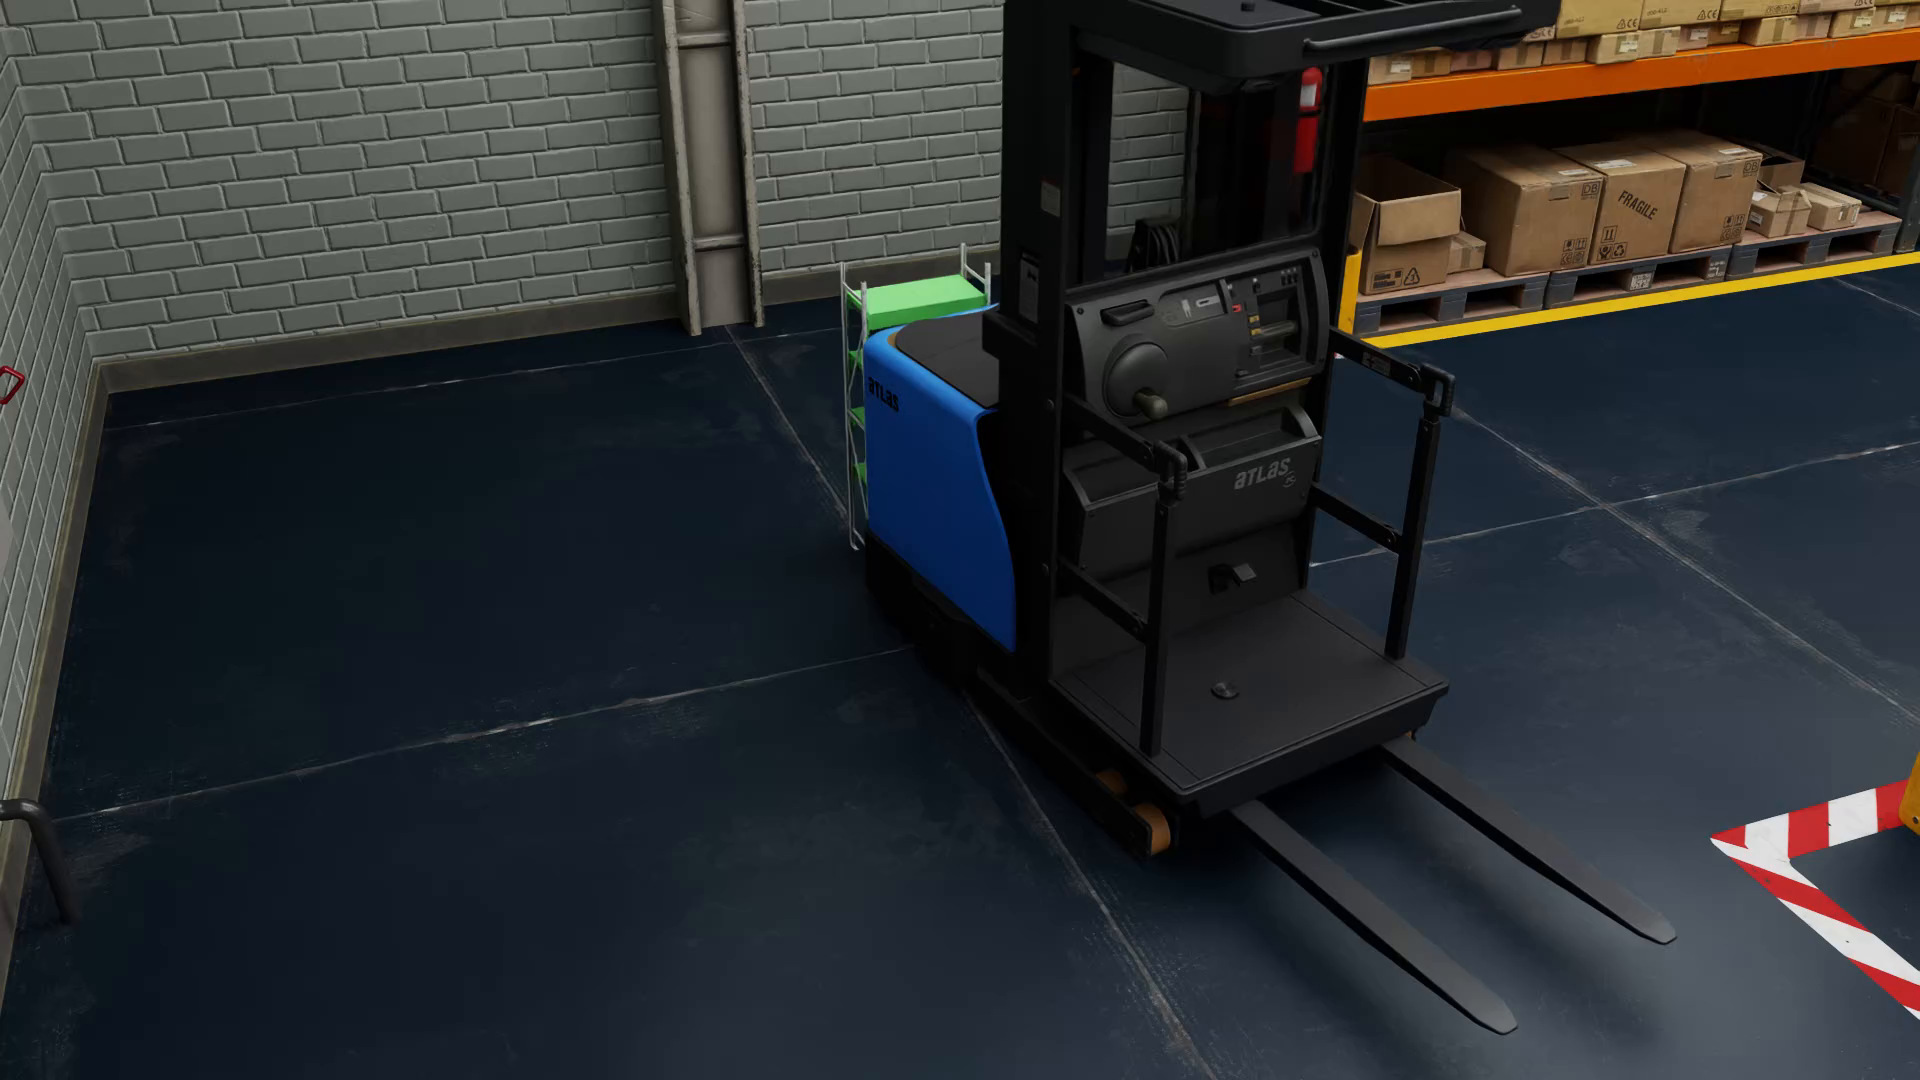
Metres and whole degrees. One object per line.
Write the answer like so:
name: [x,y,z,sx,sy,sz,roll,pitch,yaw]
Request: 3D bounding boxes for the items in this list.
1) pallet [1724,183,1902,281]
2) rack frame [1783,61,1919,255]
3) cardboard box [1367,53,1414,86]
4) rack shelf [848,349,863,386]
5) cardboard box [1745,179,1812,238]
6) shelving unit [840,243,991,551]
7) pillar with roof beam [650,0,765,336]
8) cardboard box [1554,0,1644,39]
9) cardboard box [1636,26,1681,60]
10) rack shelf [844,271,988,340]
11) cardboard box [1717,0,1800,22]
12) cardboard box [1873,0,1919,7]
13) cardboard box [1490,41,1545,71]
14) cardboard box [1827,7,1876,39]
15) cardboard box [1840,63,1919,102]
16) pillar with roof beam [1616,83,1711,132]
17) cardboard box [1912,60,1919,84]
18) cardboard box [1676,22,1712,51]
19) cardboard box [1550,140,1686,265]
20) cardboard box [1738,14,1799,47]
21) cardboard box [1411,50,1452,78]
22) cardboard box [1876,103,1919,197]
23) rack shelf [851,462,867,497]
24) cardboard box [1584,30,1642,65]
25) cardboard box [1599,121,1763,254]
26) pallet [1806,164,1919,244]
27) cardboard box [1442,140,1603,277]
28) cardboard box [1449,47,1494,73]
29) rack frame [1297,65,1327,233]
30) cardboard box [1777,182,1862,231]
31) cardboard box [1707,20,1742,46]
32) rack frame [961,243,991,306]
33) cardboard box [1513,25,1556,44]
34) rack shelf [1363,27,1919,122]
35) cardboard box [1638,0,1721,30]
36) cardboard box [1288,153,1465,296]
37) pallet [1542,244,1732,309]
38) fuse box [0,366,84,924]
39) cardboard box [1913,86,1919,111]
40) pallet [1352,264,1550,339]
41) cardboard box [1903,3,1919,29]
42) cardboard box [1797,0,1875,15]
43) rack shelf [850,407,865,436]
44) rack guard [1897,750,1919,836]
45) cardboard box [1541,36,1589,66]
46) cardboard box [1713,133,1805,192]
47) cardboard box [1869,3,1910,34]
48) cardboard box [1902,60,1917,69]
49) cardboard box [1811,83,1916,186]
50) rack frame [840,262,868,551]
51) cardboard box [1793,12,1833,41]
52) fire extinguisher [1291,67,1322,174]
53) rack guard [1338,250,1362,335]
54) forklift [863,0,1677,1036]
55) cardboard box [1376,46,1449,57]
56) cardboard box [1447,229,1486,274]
pallet: [4.685,-1.872,9.823,1.213,0.211,1.003,-10,31,-18]
rack frame: [5.329,-3.202,9.340,0.127,3.000,1.000,-10,31,-18]
cardboard box: [1.983,-2.332,8.066,0.250,0.149,0.380,-11,31,-18]
rack shelf: [-0.166,-0.651,6.325,0.480,0.148,0.258,-12,32,-21]
cardboard box: [4.574,-1.902,9.396,0.258,0.266,0.396,-9,31,-16]
shelving unit: [-0.166,-0.498,6.412,0.503,1.200,0.258,-12,32,-21]
pillar with roof beam: [0.239,-3.073,3.054,0.400,9.000,9.100,-10,31,-18]
cardboard box: [3.045,-2.705,8.318,0.500,0.250,0.500,-11,31,-19]
cardboard box: [3.448,-2.586,8.512,0.250,0.149,0.380,-10,31,-16]
rack shelf: [-0.166,-0.859,6.206,0.480,0.148,0.258,-12,32,-21]
cardboard box: [4.000,-2.891,8.646,0.500,0.250,0.500,-11,31,-18]
cardboard box: [4.936,-3.065,8.950,0.500,0.250,0.500,-10,31,-16]
cardboard box: [2.698,-2.474,8.315,0.250,0.149,0.380,-9,31,-16]
cardboard box: [4.646,-2.809,8.904,0.250,0.149,0.380,-10,31,-16]
cardboard box: [5.573,-2.777,10.040,0.250,0.149,0.380,-12,32,-20]
pillar with roof beam: [5.863,-4.109,4.872,0.400,9.000,9.100,-10,31,-18]
cardboard box: [5.736,-2.676,9.562,0.250,0.149,0.380,-11,31,-18]
cardboard box: [3.665,-2.662,8.646,0.250,0.149,0.380,-11,31,-18]
cardboard box: [3.531,-1.844,9.057,0.500,0.500,0.500,-10,31,-17]
cardboard box: [4.161,-2.719,8.747,0.250,0.149,0.380,-11,31,-18]
cardboard box: [2.206,-2.397,8.181,0.250,0.149,0.380,-10,31,-16]
cardboard box: [5.860,-2.277,9.818,0.500,0.500,0.500,-9,31,-15]
rack shelf: [-0.166,-0.234,6.562,0.480,0.148,0.258,-12,32,-21]
cardboard box: [3.208,-2.531,8.416,0.250,0.149,0.380,-11,32,-19]
cardboard box: [3.974,-1.978,9.292,0.500,0.500,0.700,-12,32,-19]
pallet: [6.078,-2.148,10.307,1.213,0.211,1.003,-10,31,-18]
cardboard box: [3.001,-1.799,8.978,0.500,0.500,0.700,-9,31,-16]
cardboard box: [2.440,-2.458,8.289,0.250,0.149,0.380,-11,31,-18]
rack frame: [1.580,-2.511,8.128,0.127,3.000,1.000,-10,31,-18]
cardboard box: [4.909,-1.913,9.533,0.250,0.149,0.380,-11,32,-19]
cardboard box: [3.880,-2.727,8.760,0.250,0.149,0.380,-10,31,-17]
rack frame: [0.057,-0.547,6.497,0.015,1.200,0.240,-12,32,-21]
cardboard box: [2.571,-2.616,8.162,0.500,0.250,0.500,-10,31,-17]
rack shelf: [3.454,-2.544,8.912,4.000,0.370,1.077,-10,31,-18]
cardboard box: [3.517,-2.803,8.491,0.500,0.250,0.500,-11,32,-19]
cardboard box: [2.186,-1.671,8.750,0.637,0.503,0.797,-12,32,-20]
pallet: [3.539,-1.659,9.450,1.213,0.211,1.003,-10,31,-18]
fuse box: [-2.558,0.335,4.433,0.414,1.711,0.539,-10,31,-18]
cardboard box: [5.758,-2.518,9.586,0.250,0.149,0.380,-9,31,-15]
pallet: [2.398,-1.451,9.083,1.213,0.211,1.003,-10,31,-18]
cardboard box: [5.118,-2.920,9.099,0.250,0.149,0.380,-10,31,-17]
cardboard box: [4.472,-2.971,8.786,0.500,0.250,0.500,-10,31,-17]
rack shelf: [-0.166,-0.442,6.443,0.480,0.148,0.258,-12,32,-21]
rack guard: [3.291,0.881,4.698,0.348,0.500,1.175,-10,31,-18]
cardboard box: [2.945,-2.522,8.400,0.250,0.149,0.380,-10,31,-17]
cardboard box: [4.627,-2.211,9.893,0.500,0.311,0.500,-9,31,-16]
cardboard box: [4.881,-2.865,9.003,0.250,0.149,0.380,-10,31,-16]
cardboard box: [5.818,-2.825,10.124,0.250,0.149,0.380,-10,31,-18]
cardboard box: [5.686,-2.520,10.244,0.500,0.500,0.500,-11,31,-18]
rack frame: [-0.389,-0.449,6.326,0.015,1.200,0.240,-12,32,-21]
cardboard box: [4.391,-2.777,8.847,0.250,0.149,0.380,-10,31,-16]
fire extinguisher: [1.603,-2.076,7.818,0.183,0.674,0.296,-10,31,-18]
rack guard: [1.651,-1.438,8.769,0.348,0.500,1.175,-10,31,-18]
forklift: [0.842,-0.573,4.794,1.130,2.935,3.031,-17,34,-27]
cardboard box: [2.099,-2.529,8.009,0.500,0.250,0.500,-10,31,-17]
cardboard box: [2.598,-1.572,8.935,0.250,0.149,0.380,-12,32,-20]
